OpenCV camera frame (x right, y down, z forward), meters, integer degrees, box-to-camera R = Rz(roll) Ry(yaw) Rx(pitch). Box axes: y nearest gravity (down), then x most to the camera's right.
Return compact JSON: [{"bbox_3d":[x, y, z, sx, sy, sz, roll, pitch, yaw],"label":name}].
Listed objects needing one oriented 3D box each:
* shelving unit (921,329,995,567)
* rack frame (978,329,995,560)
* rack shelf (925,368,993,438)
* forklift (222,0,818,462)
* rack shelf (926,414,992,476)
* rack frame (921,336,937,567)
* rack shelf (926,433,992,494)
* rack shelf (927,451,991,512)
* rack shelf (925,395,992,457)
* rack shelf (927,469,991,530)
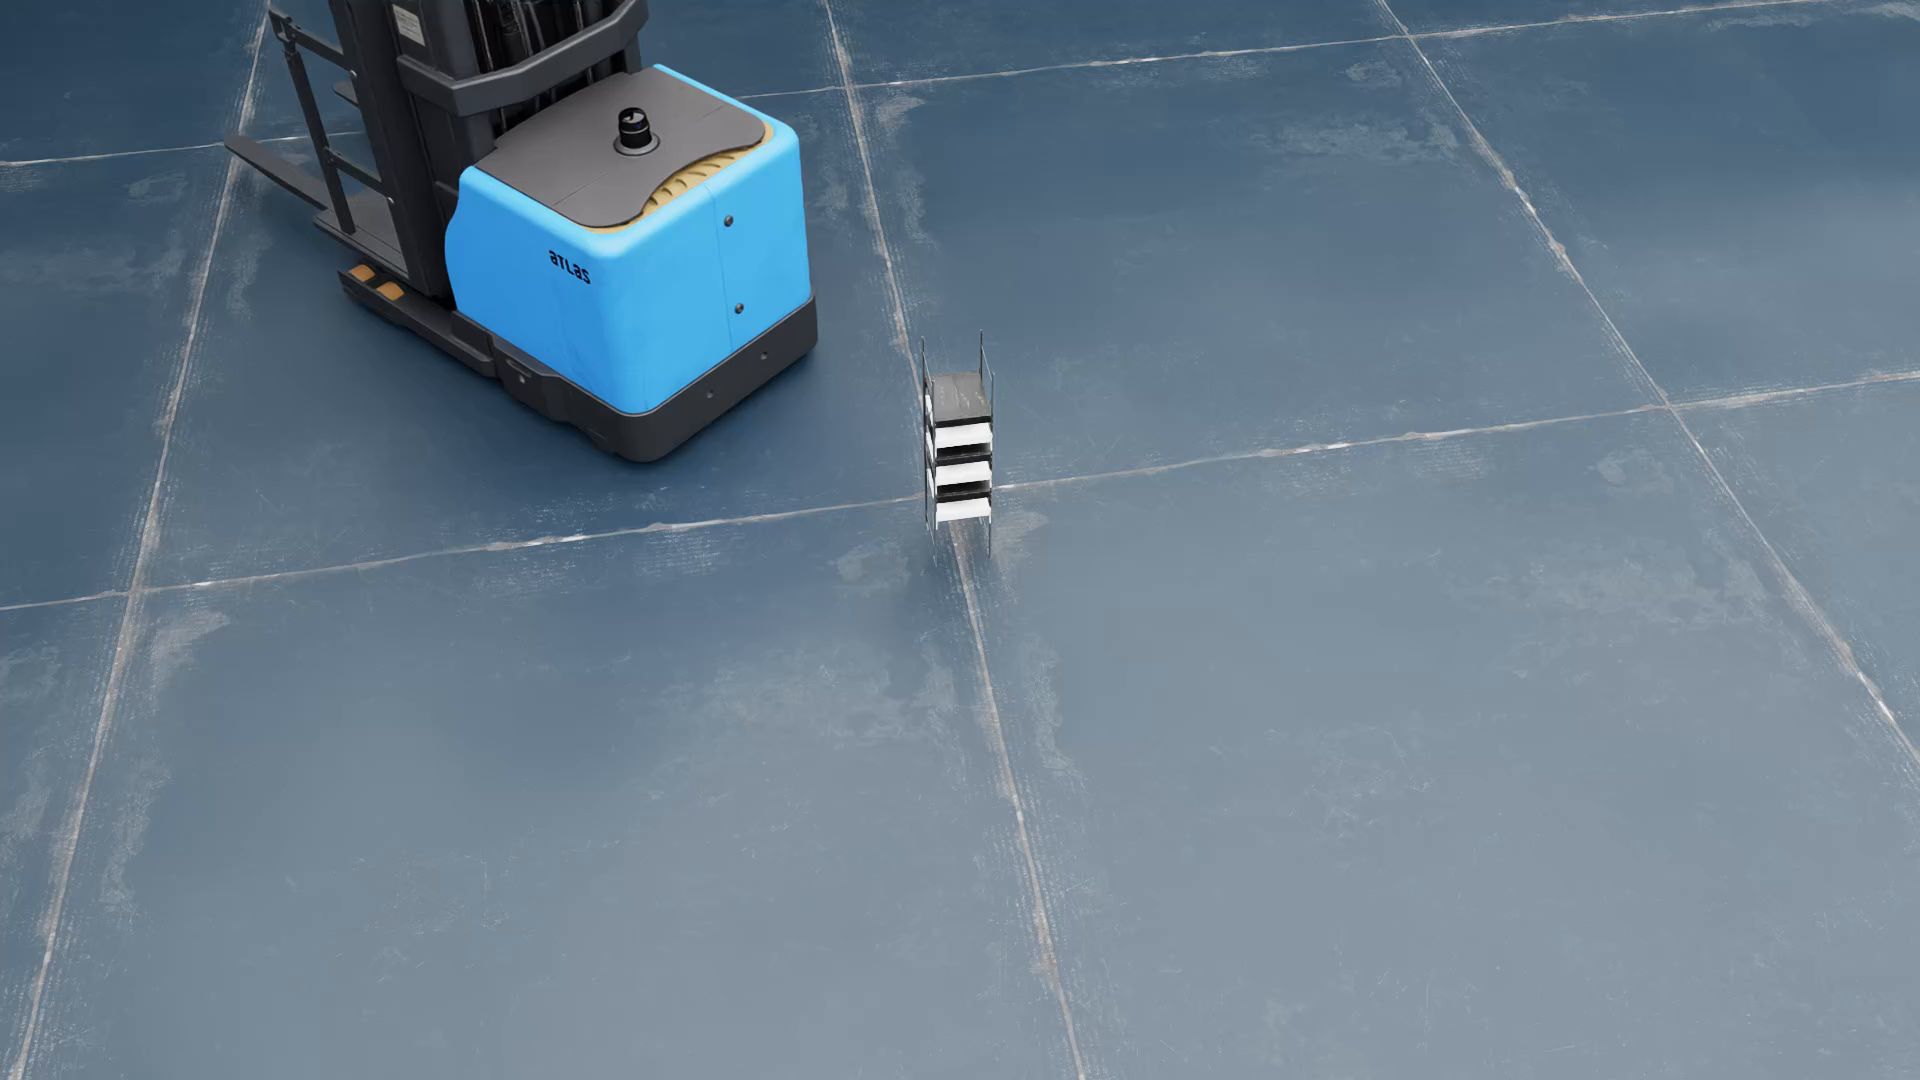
[{"bbox_3d":[-0.008,-0.311,5.925,0.210,0.900,0.258,-7,46,-7],"label":"shelving unit"},{"bbox_3d":[0.092,-0.324,5.937,0.006,0.900,0.240,-7,46,-7],"label":"rack frame"},{"bbox_3d":[-0.008,-0.475,5.755,0.200,0.077,0.258,-7,46,-7],"label":"rack shelf"},{"bbox_3d":[-2.053,-2.220,6.354,3.031,2.935,1.130,31,53,26],"label":"forklift"},{"bbox_3d":[-0.008,-0.351,5.884,0.200,0.077,0.258,-7,46,-7],"label":"rack shelf"},{"bbox_3d":[-0.108,-0.299,5.913,0.006,0.900,0.240,-7,46,-7],"label":"rack frame"},{"bbox_3d":[-0.008,-0.288,5.949,0.200,0.077,0.258,-7,46,-7],"label":"rack shelf"},{"bbox_3d":[-0.008,-0.226,6.014,0.200,0.077,0.258,-7,46,-7],"label":"rack shelf"},{"bbox_3d":[-0.008,-0.413,5.819,0.200,0.077,0.258,-7,46,-7],"label":"rack shelf"},{"bbox_3d":[-0.008,-0.163,6.079,0.200,0.077,0.258,-7,46,-7],"label":"rack shelf"}]
